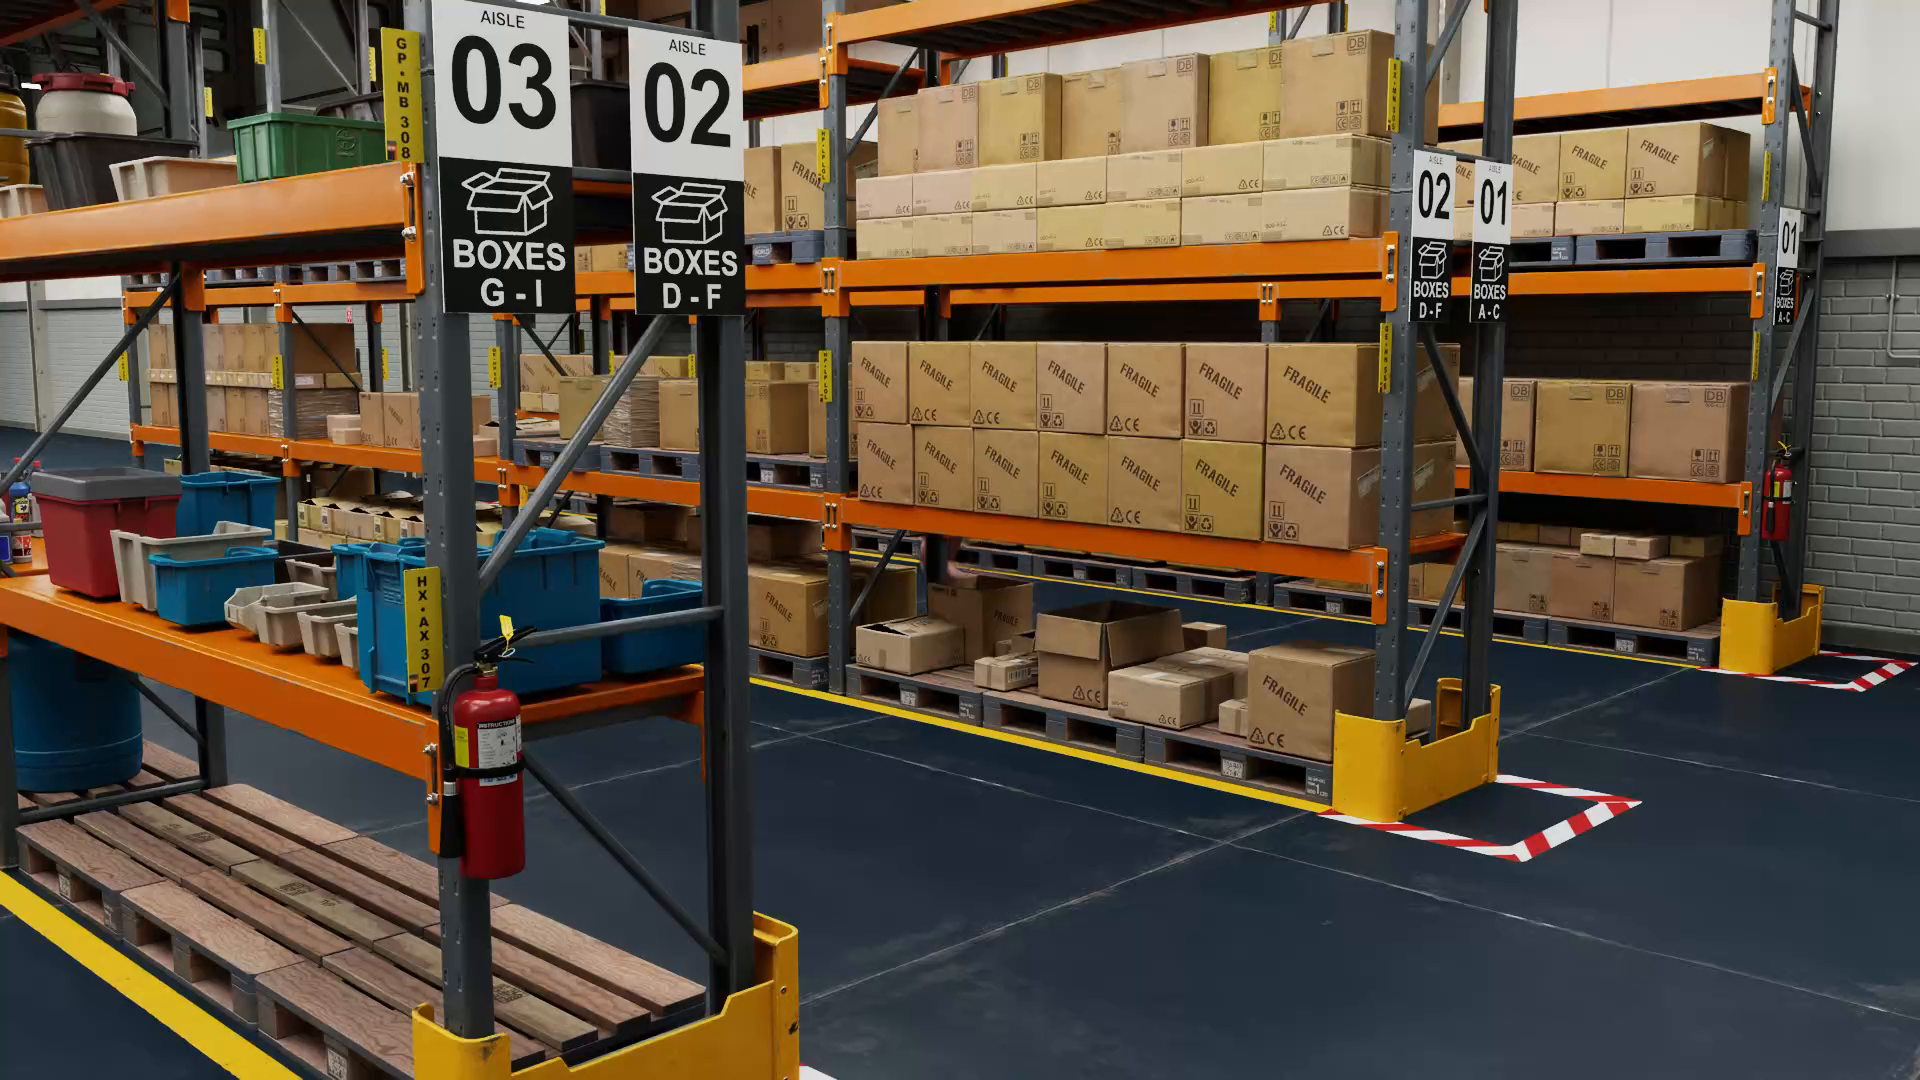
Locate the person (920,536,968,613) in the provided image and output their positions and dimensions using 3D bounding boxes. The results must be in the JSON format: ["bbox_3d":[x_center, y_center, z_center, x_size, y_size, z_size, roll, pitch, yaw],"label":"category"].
[{"bbox_3d":[-0.052,-0.168,13.438,0.623,1.655,0.457,5,9,36],"label":"person"}]
